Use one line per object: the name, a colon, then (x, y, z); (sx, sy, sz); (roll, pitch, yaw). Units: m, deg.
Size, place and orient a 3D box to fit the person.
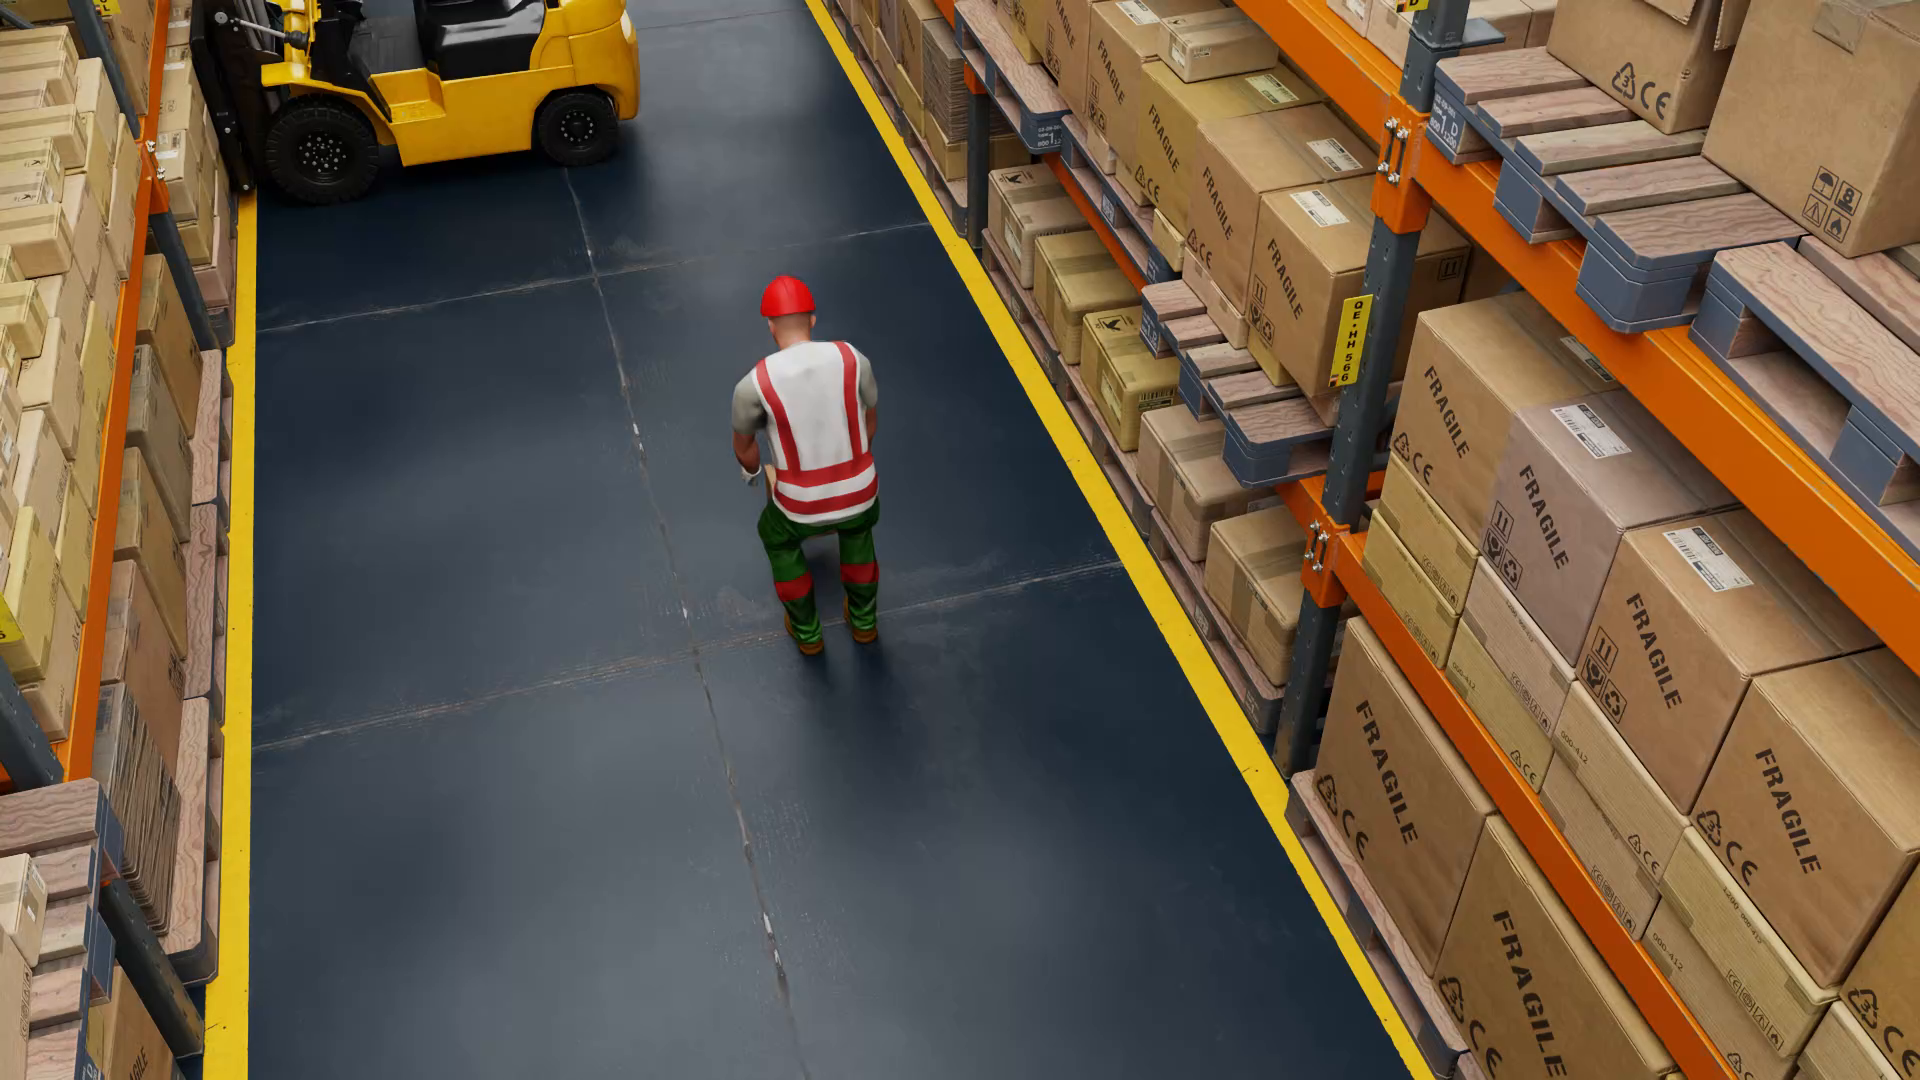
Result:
person: (-0.591, -0.248, 6.542); (0.568, 1.627, 0.602); (-11, 43, -12)
